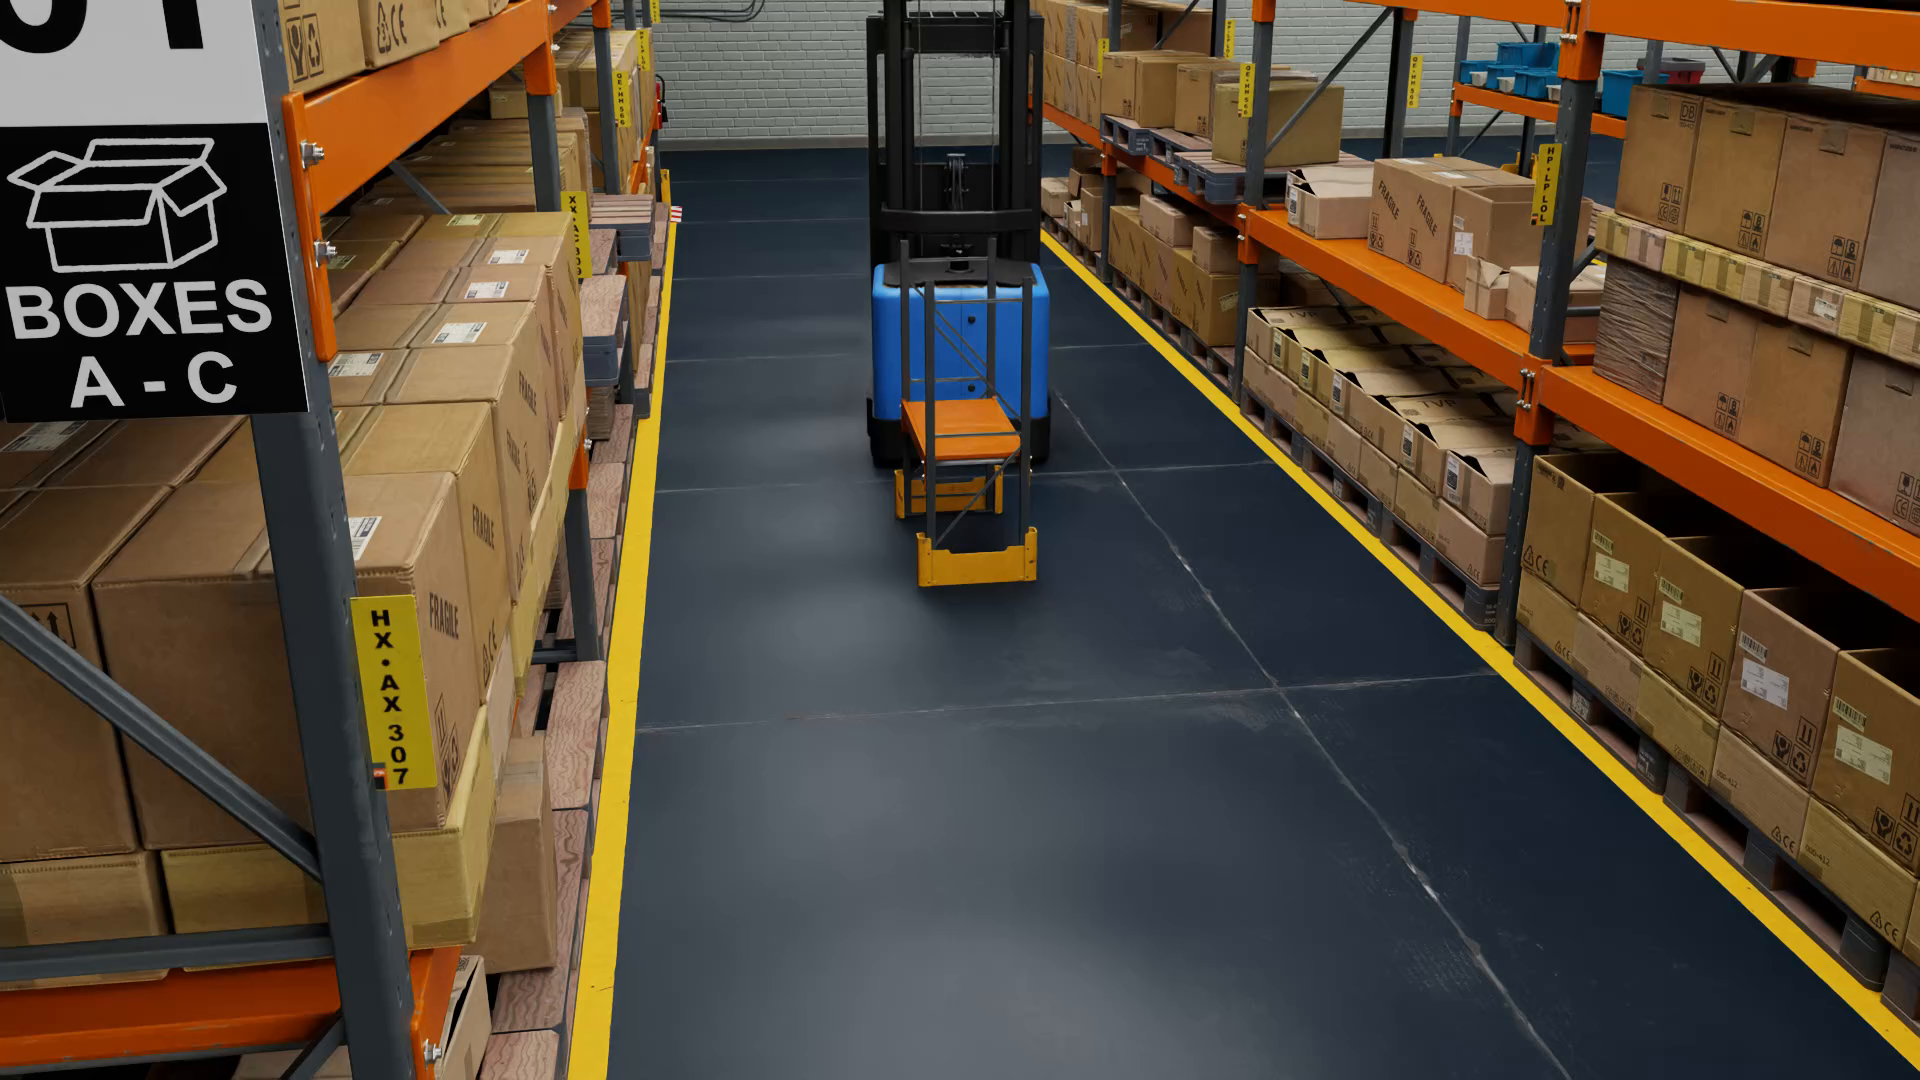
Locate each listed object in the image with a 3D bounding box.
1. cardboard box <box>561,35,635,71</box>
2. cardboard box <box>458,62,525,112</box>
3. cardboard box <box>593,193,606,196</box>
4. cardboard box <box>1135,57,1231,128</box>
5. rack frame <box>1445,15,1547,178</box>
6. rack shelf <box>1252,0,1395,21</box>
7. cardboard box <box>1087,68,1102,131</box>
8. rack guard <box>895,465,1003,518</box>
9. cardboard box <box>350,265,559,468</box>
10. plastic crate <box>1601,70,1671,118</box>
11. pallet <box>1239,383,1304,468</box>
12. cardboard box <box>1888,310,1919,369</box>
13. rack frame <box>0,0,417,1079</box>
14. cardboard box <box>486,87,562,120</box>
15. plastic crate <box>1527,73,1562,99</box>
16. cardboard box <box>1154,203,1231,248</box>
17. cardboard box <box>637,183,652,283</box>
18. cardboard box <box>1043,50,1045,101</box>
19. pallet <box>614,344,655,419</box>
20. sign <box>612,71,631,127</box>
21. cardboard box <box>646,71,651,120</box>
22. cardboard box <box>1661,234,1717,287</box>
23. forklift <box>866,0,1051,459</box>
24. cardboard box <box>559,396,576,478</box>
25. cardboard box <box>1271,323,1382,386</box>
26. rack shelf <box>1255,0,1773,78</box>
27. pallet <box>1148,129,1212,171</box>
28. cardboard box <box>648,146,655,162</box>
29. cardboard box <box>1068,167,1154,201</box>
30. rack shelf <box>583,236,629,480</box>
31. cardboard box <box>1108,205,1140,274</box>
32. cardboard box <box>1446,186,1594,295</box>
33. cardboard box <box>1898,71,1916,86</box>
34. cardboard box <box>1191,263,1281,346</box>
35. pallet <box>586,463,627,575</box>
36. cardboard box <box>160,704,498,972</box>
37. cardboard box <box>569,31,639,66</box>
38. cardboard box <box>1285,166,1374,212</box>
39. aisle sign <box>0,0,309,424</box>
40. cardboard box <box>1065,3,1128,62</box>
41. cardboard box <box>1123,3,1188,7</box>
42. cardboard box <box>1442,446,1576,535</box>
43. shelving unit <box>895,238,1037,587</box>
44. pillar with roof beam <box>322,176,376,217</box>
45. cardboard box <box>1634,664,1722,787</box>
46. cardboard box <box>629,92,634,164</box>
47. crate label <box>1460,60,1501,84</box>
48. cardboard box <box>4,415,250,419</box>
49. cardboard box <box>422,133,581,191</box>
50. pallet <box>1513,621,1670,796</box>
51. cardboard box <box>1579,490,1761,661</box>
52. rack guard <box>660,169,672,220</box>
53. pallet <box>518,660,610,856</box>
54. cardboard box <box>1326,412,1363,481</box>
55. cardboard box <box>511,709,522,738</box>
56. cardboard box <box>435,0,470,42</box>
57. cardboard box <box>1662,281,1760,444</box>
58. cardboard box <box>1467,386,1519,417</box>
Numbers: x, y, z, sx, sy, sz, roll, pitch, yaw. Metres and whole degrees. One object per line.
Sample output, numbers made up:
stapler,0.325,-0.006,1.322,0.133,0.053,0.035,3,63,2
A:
cardboard box,-2.754,-3.705,12.679,0.500,0.250,0.500,-2,21,-7
cardboard box,-2.884,-2.790,10.231,0.500,0.250,0.500,-2,21,-6
cardboard box,-2.381,-2.117,10.426,0.380,0.149,0.250,-3,21,-9
cardboard box,1.771,-3.569,13.241,0.700,0.500,0.500,0,20,1
rack frame,6.088,-5.369,18.803,1.000,3.000,0.127,-3,21,-8
rack shelf,2.051,-4.111,12.177,1.077,0.370,4.000,-3,21,-8
cardboard box,1.437,-3.942,14.841,0.500,0.500,0.500,-3,21,-7
rack guard,-0.061,-0.263,9.063,0.587,0.250,0.087,-3,21,-8
cardboard box,-1.472,-0.509,4.906,0.500,0.500,0.500,-4,21,-9
plastic crate,6.260,-4.149,15.474,0.392,0.384,0.575,-3,21,-8
pallet,2.419,-0.757,10.441,1.003,0.211,1.213,-3,21,-8
cardboard box,3.023,-0.591,4.941,0.380,0.149,0.250,-3,21,-8
rack frame,-1.406,0.671,2.634,0.949,2.616,0.053,-3,21,-8
cardboard box,-2.422,-2.427,9.229,0.380,0.149,0.250,-6,21,-17
plastic crate,6.031,-4.657,17.050,0.416,0.233,0.300,-3,21,-8
cardboard box,1.808,-2.422,12.786,0.500,0.250,0.500,-3,21,-9
cardboard box,-2.917,-2.455,13.475,0.750,0.750,0.750,-3,21,-7
cardboard box,1.069,-4.822,17.196,0.500,0.500,0.500,-3,21,-8
pallet,-2.601,-1.070,11.278,1.003,0.211,1.213,-3,21,-8
sign,-2.027,-2.635,9.943,0.100,0.325,0.005,-3,21,-8
cardboard box,-3.415,-4.318,15.561,0.980,0.700,0.700,-4,21,-10
cardboard box,2.838,-1.037,6.136,0.380,0.149,0.250,-3,21,-9
forklift,-0.039,-2.313,10.719,1.130,2.935,3.031,-1,20,-2
cardboard box,-1.554,-0.332,5.503,0.500,0.250,0.500,-3,21,-8
cardboard box,2.208,-1.144,10.020,0.500,0.311,0.500,-3,21,-9
rack shelf,2.627,-2.726,8.469,1.077,0.370,4.000,-3,21,-8
pallet,2.054,-2.933,12.558,1.003,0.211,1.213,-3,21,-8
cardboard box,-3.317,-3.926,16.986,0.380,0.149,0.250,-3,21,-8
cardboard box,1.487,-3.422,16.531,0.797,0.503,0.637,-3,21,-8
rack shelf,-2.274,-1.070,8.321,1.077,0.370,4.000,-3,21,-8
cardboard box,1.591,-2.591,14.309,0.500,0.500,0.500,-4,21,-10
cardboard box,2.745,-1.461,8.199,0.500,0.500,0.500,-1,21,-4
cardboard box,10.790,-5.184,18.668,0.380,0.149,0.250,-3,21,-9
cardboard box,1.972,-1.697,11.918,0.500,0.500,0.500,-2,21,-6
pallet,-2.279,-0.101,8.684,1.003,0.211,1.213,-3,21,-8
cardboard box,-1.165,0.547,3.151,0.500,0.250,0.500,-4,21,-9
cardboard box,-2.818,-3.882,13.155,0.500,0.250,0.500,-2,21,-6
cardboard box,2.348,-2.180,10.394,0.500,0.311,0.500,-2,21,-4
aisle sign,-1.102,-0.537,2.152,0.394,0.787,0.004,-3,21,-8
cardboard box,1.284,-4.764,15.613,0.500,0.500,0.500,-3,21,-7
cardboard box,1.825,-4.784,15.667,0.500,0.500,0.500,-4,21,-9
cardboard box,2.574,-0.262,7.660,0.500,0.311,0.500,-3,21,-8
shelving unit,0.011,-0.676,8.383,0.587,1.500,1.083,-3,21,-8
pillar with roof beam,1.029,-4.633,8.259,9.100,9.000,0.400,-3,21,-8
cardboard box,2.817,0.649,6.022,0.500,0.250,0.500,-3,21,-8
cardboard box,-2.516,-2.829,11.408,0.500,0.500,0.500,-3,21,-8
crate label,5.798,-5.216,18.549,0.416,0.233,0.303,-3,21,-8
cardboard box,-1.829,-0.126,3.880,0.500,0.500,0.500,-3,21,-9
cardboard box,-2.283,-1.760,8.369,0.700,0.500,0.500,-3,21,-8
pallet,2.989,0.618,6.759,1.003,0.211,1.213,-3,21,-8
cardboard box,2.753,0.124,6.356,0.500,0.500,0.500,-3,21,-8
rack guard,-3.719,-3.706,17.925,1.175,0.500,0.348,-3,21,-8
pallet,-1.854,0.823,6.211,1.003,0.211,1.213,-3,21,-8
cardboard box,2.352,-0.532,9.182,0.500,0.250,0.500,-2,21,-7
cardboard box,-1.797,0.608,5.745,0.500,0.500,0.500,-4,21,-12
cardboard box,-1.331,-1.286,3.415,0.500,0.500,0.500,-2,21,-5
cardboard box,3.068,-0.677,6.098,0.700,0.500,0.500,-3,21,-8
cardboard box,2.960,-0.645,8.684,0.500,0.311,0.500,-4,21,-10
